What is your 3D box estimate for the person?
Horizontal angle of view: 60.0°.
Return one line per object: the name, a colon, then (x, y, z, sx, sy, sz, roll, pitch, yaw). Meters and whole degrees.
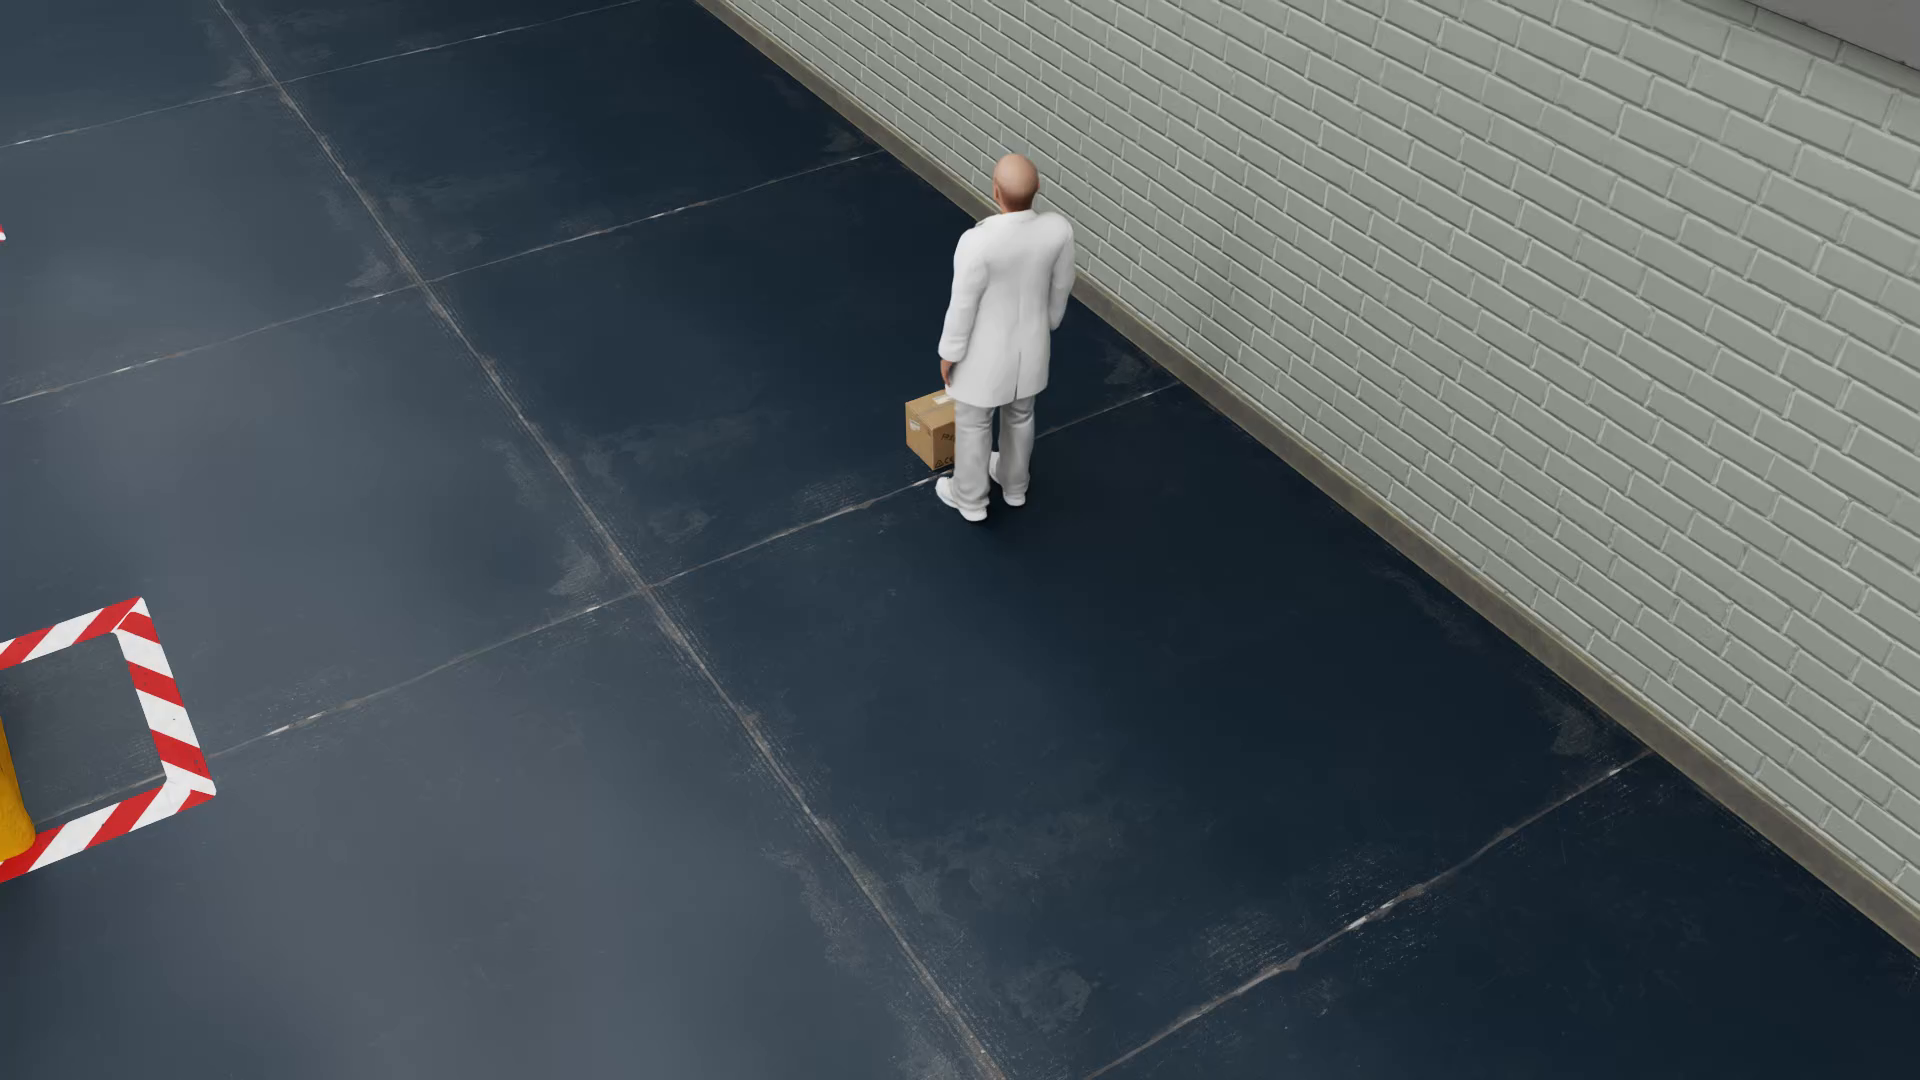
person: (0.154, -0.879, 7.188, 0.618, 1.802, 0.470, -18, 44, -20)
